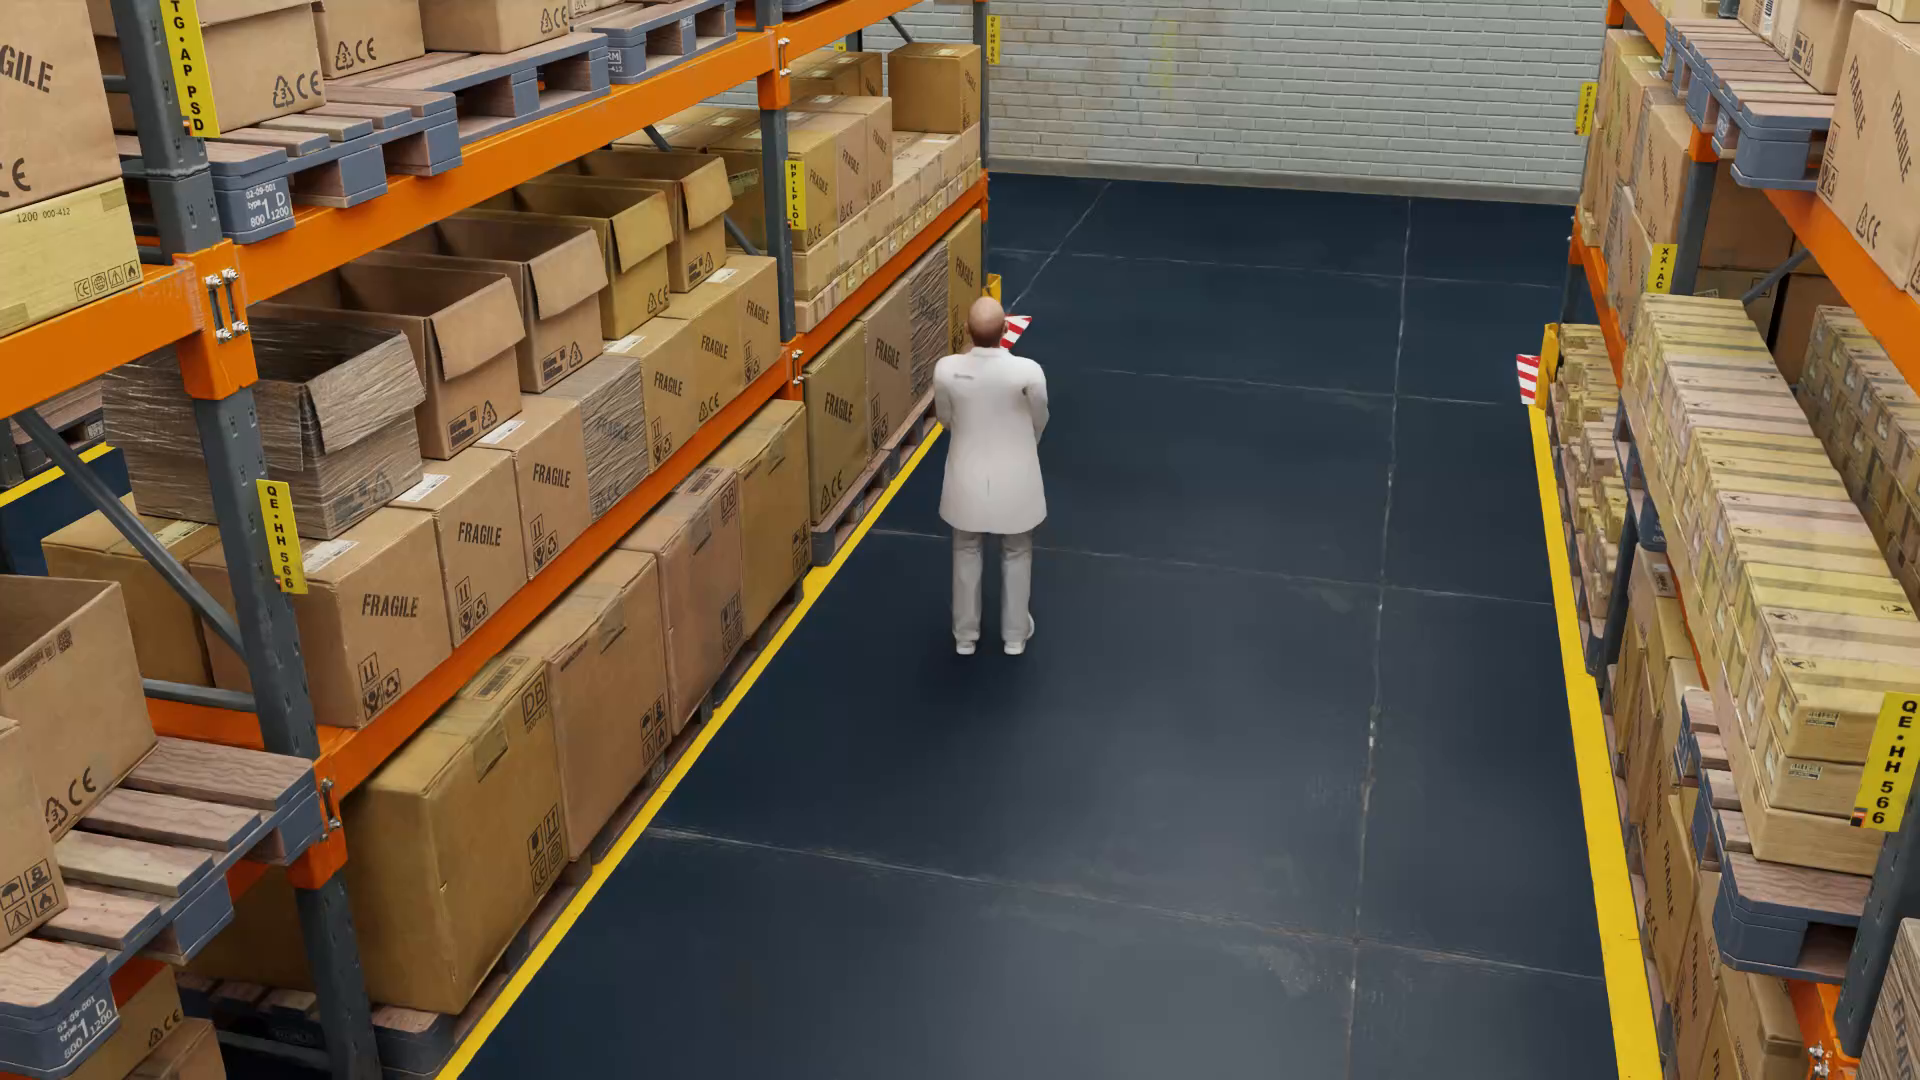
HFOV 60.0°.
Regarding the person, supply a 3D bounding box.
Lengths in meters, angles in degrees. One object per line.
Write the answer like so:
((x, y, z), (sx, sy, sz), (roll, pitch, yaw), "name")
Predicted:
((0.158, -0.329, 7.833), (0.528, 1.773, 0.554), (4, 25, 8), "person")
